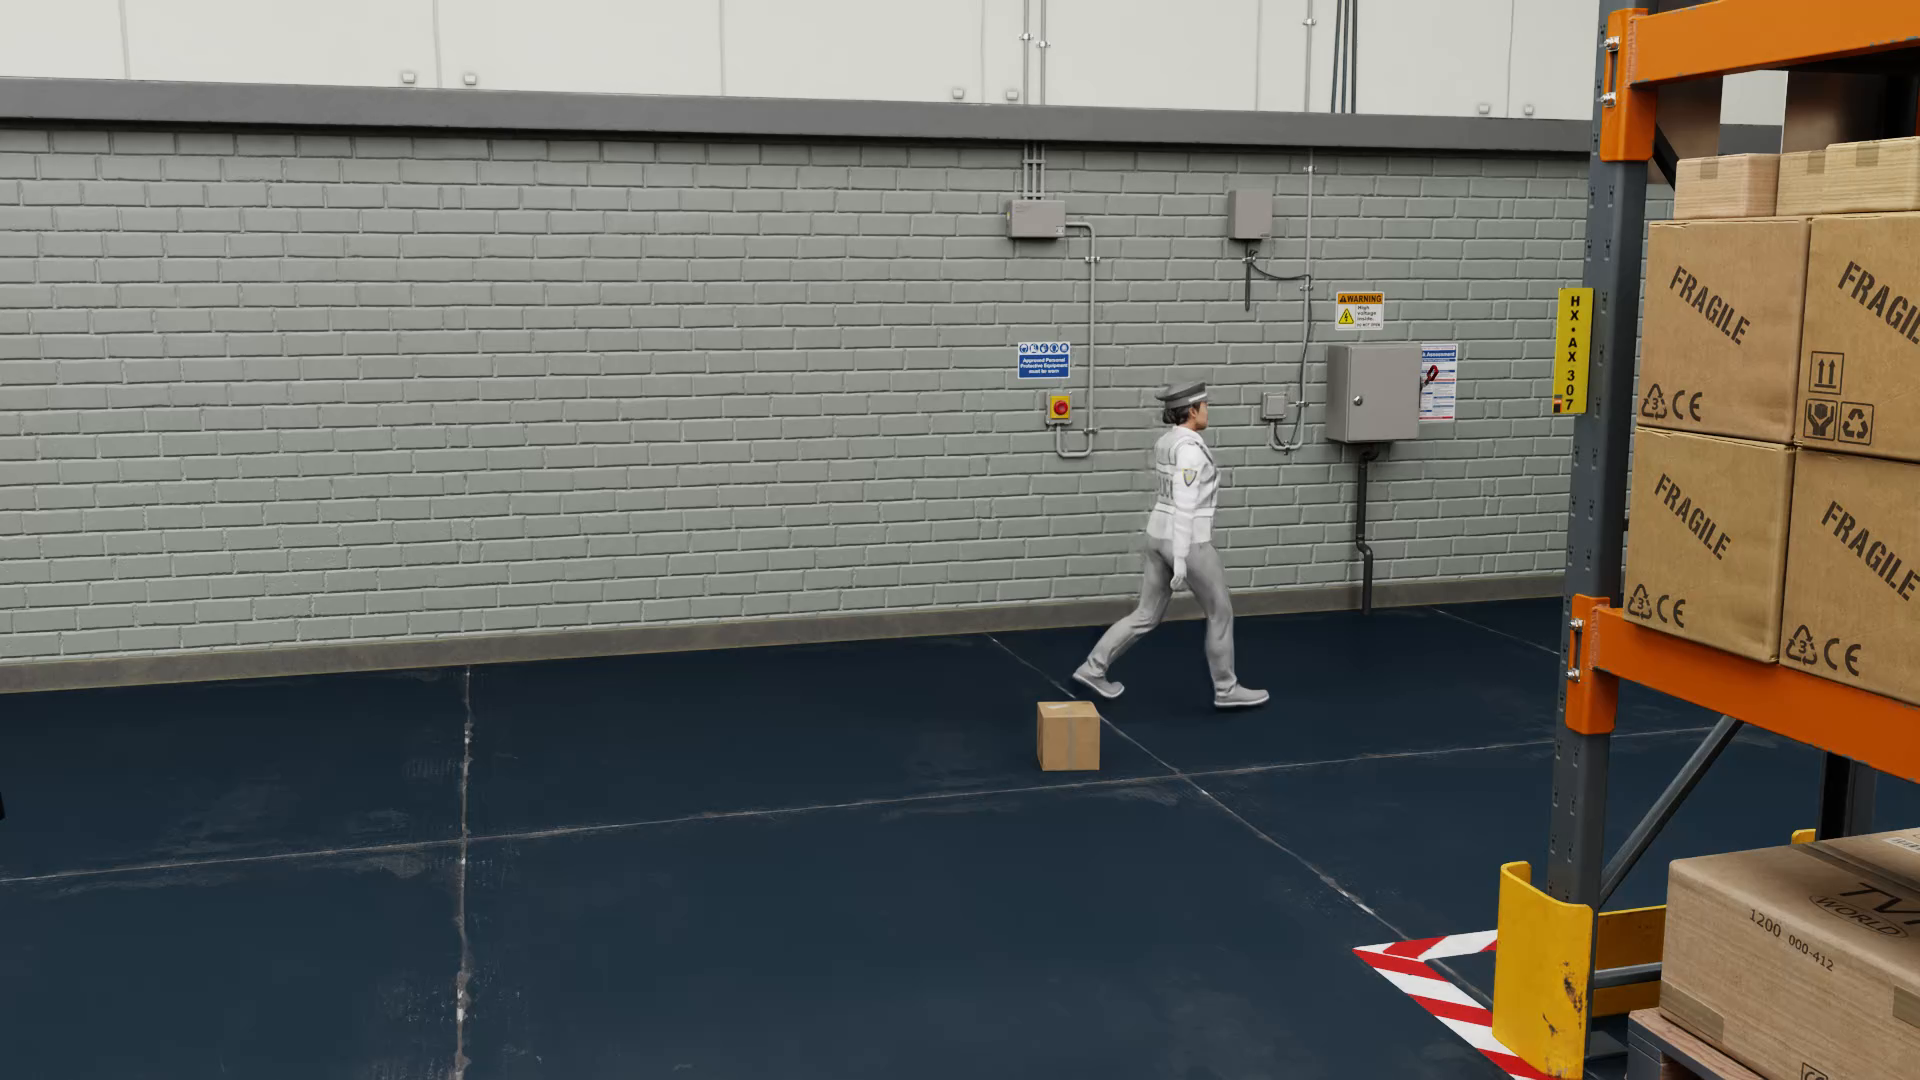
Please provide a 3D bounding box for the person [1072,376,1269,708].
[{"bbox_3d":[1.045,0.015,8.182,0.977,1.638,0.484,-3,10,-18],"label":"person"}]
